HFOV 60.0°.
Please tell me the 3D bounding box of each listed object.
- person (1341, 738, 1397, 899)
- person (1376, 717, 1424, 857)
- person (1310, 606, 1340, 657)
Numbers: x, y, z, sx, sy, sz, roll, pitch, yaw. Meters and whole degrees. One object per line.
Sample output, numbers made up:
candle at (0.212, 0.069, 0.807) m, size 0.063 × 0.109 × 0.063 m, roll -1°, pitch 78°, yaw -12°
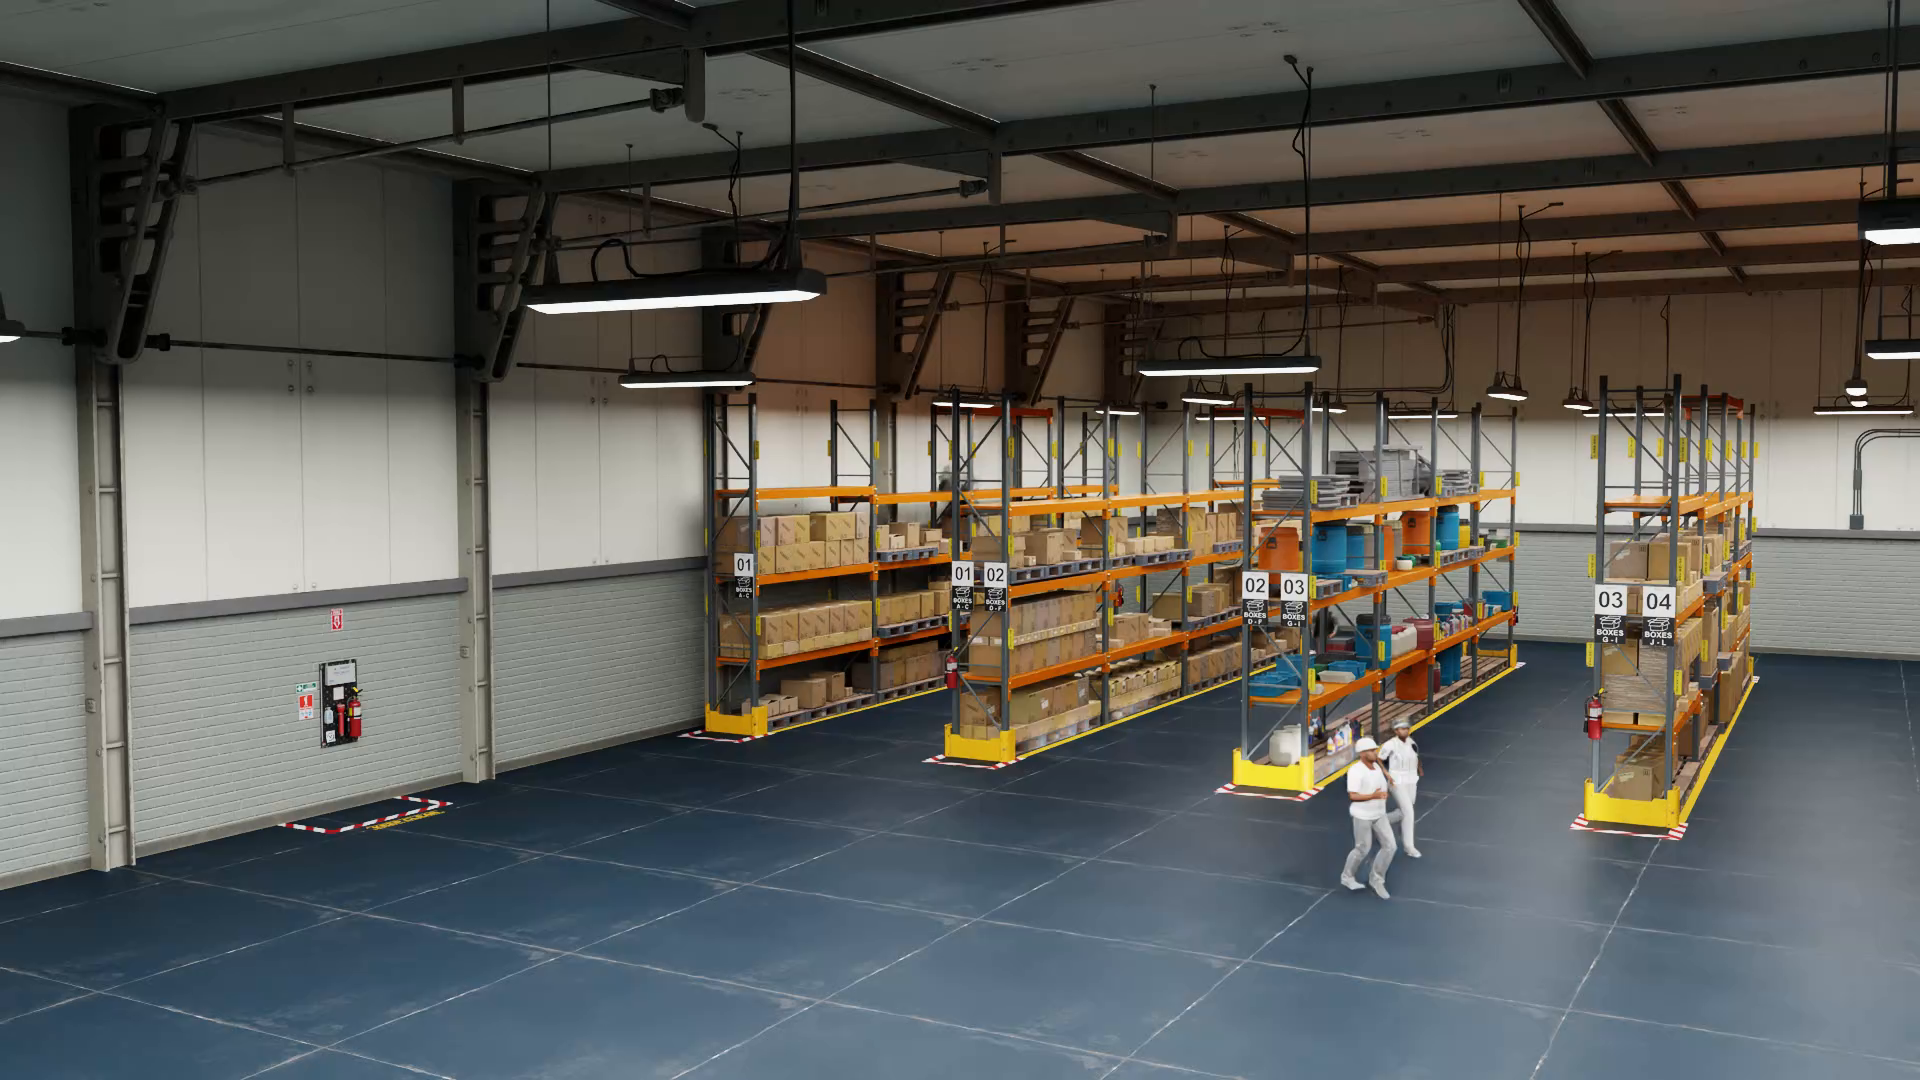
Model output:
person at (4.592, 3.117, 18.617) m, size 0.673 × 1.812 × 0.706 m, roll -2°, pitch 4°, yaw -38°
person at (5.507, 3.050, 20.797) m, size 0.574 × 1.692 × 0.792 m, roll -1°, pitch 3°, yaw -25°
person at (8.067, 2.180, 36.870) m, size 0.698 × 1.684 × 0.760 m, roll 1°, pitch 3°, yaw 22°
